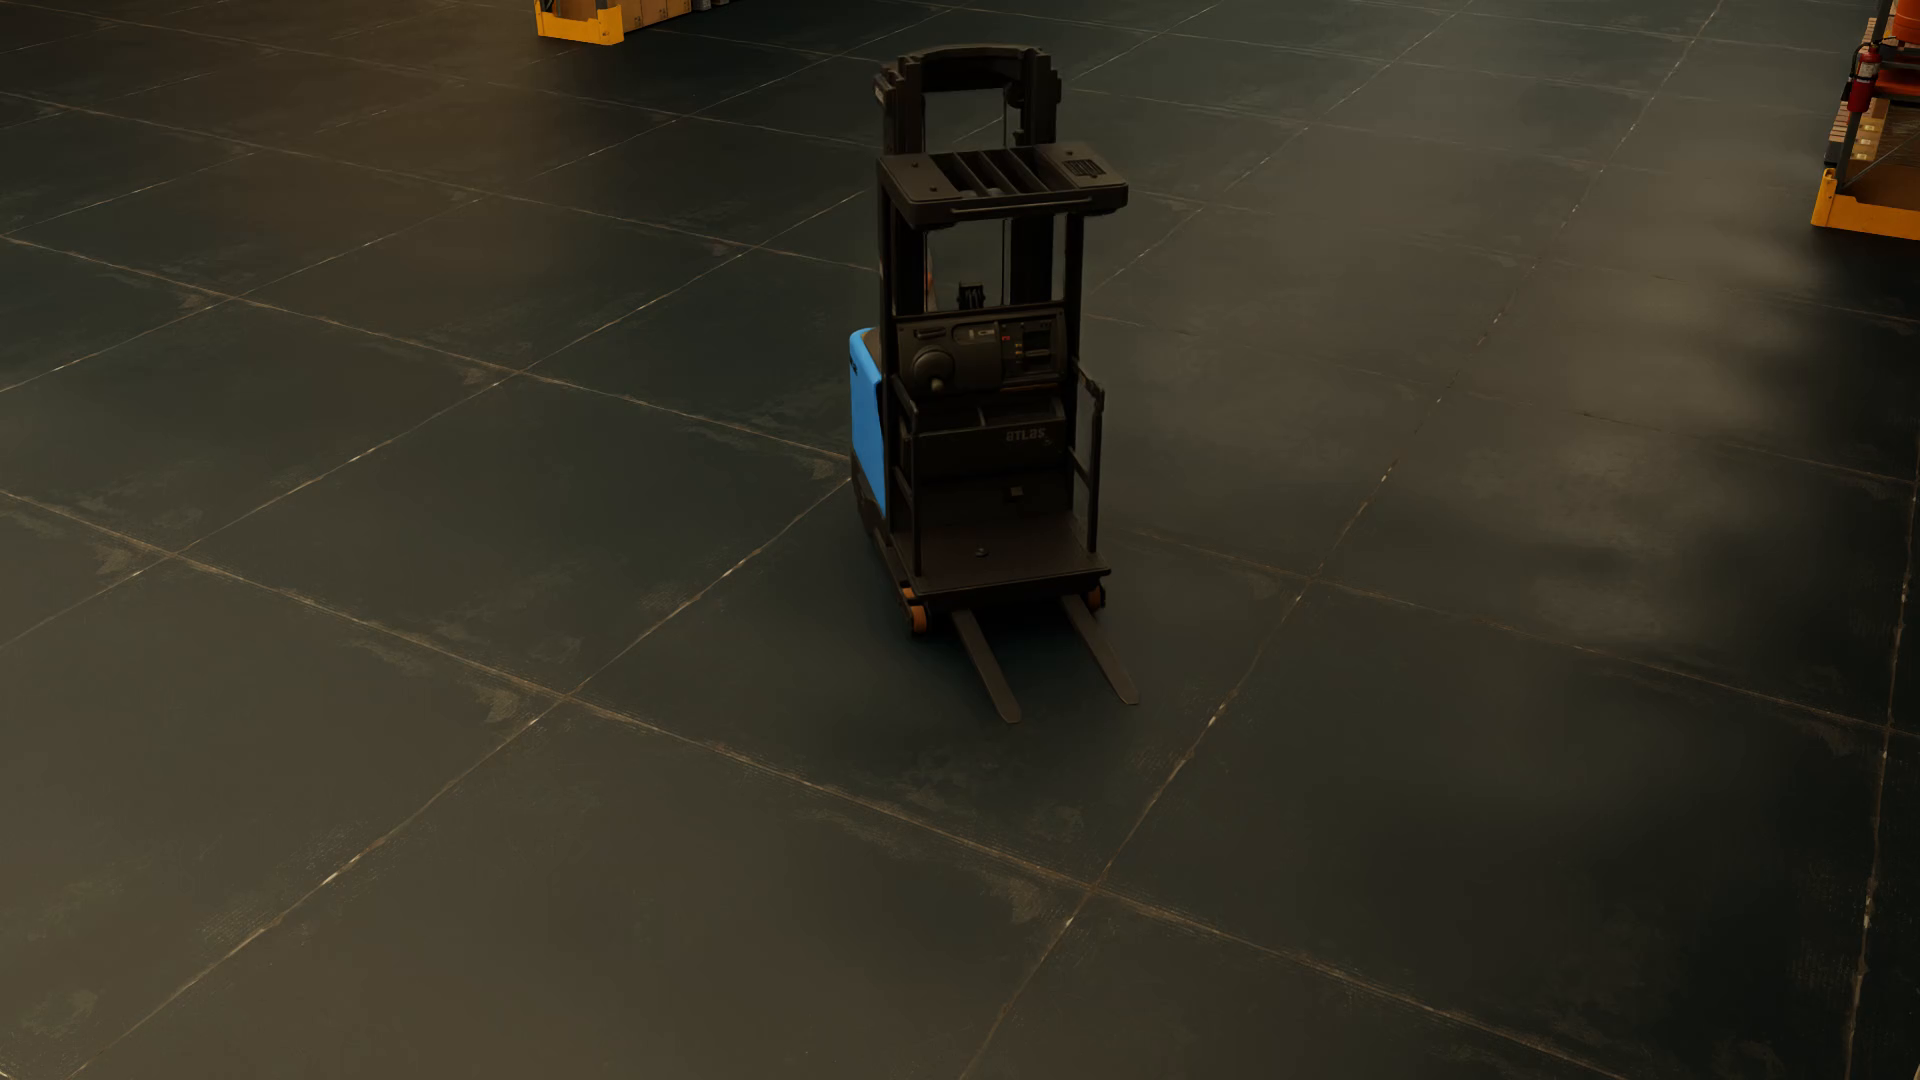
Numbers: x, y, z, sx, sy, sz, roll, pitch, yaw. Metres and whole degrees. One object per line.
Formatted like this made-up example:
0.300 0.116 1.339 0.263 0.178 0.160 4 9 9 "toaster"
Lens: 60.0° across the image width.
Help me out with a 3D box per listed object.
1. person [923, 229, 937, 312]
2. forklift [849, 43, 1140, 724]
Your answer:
-0.243 -1.886 11.583 0.550 1.675 0.543 -4 30 -7 "person"
0.179 -0.964 8.741 1.130 2.935 3.031 -7 31 -13 "forklift"
